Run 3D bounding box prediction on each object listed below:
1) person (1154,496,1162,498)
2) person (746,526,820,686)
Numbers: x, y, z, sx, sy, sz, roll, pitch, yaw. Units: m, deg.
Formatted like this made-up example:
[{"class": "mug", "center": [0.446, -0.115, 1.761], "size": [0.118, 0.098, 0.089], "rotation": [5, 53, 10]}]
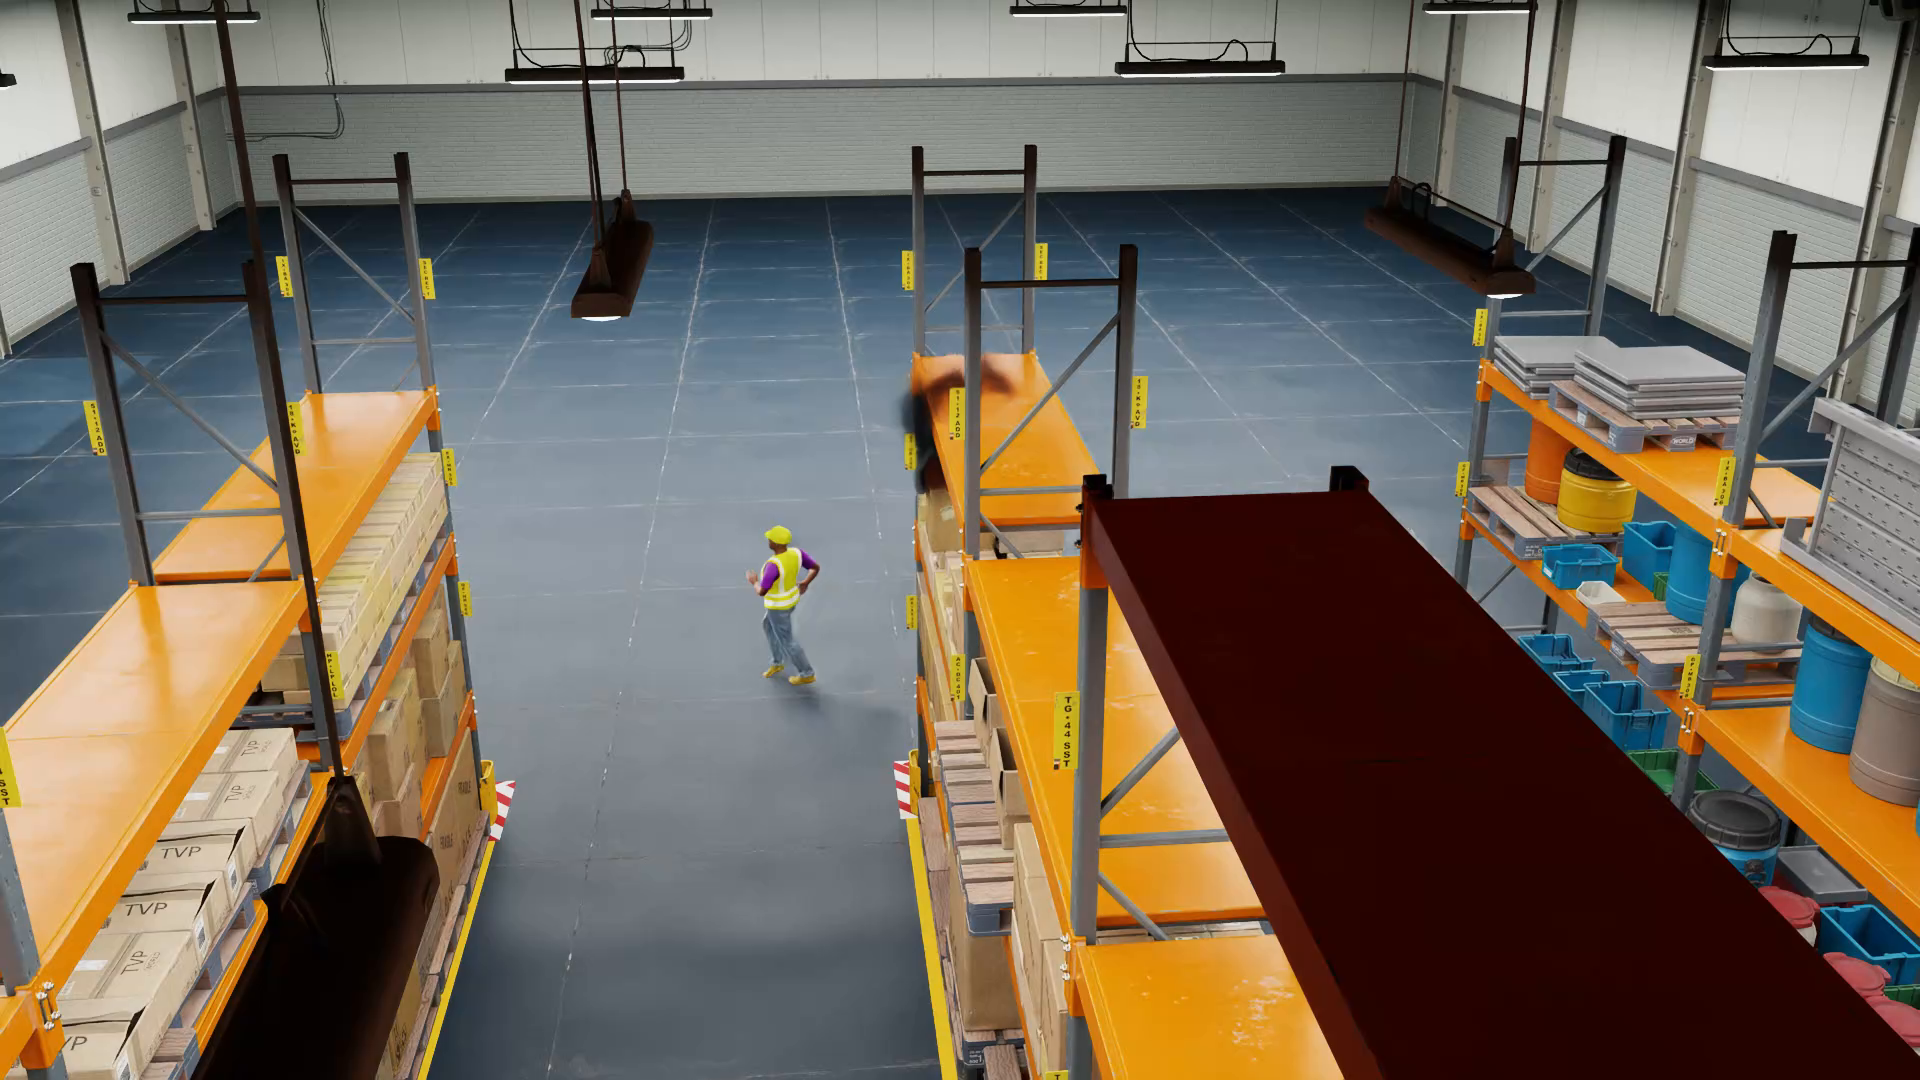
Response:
[{"class": "person", "center": [2.328, 0.350, 18.466], "size": [0.736, 1.710, 0.641], "rotation": [13, 25, 29]}, {"class": "person", "center": [-1.862, 0.707, 17.463], "size": [0.775, 1.831, 0.668], "rotation": [8, 23, 20]}]
